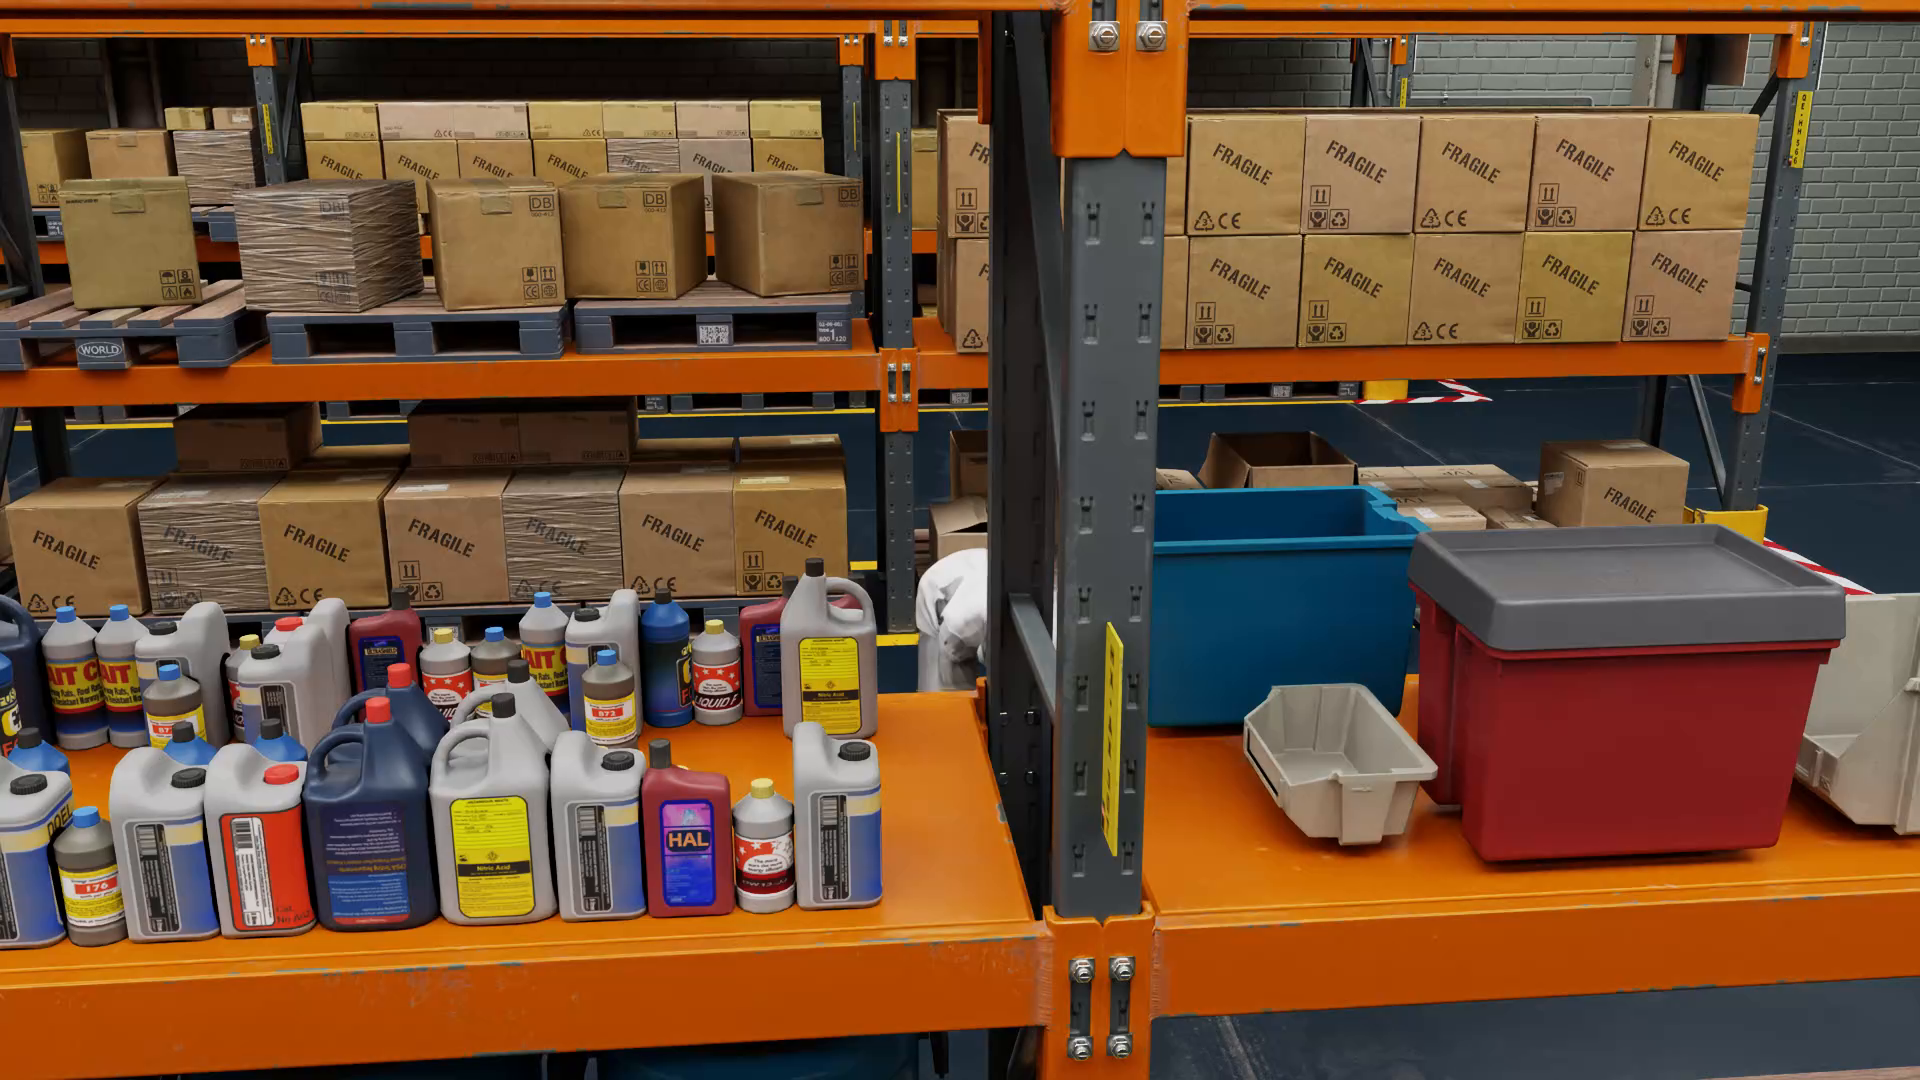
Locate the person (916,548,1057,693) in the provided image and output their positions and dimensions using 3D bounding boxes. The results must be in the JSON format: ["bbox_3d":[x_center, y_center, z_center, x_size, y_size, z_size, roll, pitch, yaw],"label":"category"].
[{"bbox_3d":[0.105,0.517,5.424,0.494,0.989,0.772,-2,17,-8],"label":"person"}]
